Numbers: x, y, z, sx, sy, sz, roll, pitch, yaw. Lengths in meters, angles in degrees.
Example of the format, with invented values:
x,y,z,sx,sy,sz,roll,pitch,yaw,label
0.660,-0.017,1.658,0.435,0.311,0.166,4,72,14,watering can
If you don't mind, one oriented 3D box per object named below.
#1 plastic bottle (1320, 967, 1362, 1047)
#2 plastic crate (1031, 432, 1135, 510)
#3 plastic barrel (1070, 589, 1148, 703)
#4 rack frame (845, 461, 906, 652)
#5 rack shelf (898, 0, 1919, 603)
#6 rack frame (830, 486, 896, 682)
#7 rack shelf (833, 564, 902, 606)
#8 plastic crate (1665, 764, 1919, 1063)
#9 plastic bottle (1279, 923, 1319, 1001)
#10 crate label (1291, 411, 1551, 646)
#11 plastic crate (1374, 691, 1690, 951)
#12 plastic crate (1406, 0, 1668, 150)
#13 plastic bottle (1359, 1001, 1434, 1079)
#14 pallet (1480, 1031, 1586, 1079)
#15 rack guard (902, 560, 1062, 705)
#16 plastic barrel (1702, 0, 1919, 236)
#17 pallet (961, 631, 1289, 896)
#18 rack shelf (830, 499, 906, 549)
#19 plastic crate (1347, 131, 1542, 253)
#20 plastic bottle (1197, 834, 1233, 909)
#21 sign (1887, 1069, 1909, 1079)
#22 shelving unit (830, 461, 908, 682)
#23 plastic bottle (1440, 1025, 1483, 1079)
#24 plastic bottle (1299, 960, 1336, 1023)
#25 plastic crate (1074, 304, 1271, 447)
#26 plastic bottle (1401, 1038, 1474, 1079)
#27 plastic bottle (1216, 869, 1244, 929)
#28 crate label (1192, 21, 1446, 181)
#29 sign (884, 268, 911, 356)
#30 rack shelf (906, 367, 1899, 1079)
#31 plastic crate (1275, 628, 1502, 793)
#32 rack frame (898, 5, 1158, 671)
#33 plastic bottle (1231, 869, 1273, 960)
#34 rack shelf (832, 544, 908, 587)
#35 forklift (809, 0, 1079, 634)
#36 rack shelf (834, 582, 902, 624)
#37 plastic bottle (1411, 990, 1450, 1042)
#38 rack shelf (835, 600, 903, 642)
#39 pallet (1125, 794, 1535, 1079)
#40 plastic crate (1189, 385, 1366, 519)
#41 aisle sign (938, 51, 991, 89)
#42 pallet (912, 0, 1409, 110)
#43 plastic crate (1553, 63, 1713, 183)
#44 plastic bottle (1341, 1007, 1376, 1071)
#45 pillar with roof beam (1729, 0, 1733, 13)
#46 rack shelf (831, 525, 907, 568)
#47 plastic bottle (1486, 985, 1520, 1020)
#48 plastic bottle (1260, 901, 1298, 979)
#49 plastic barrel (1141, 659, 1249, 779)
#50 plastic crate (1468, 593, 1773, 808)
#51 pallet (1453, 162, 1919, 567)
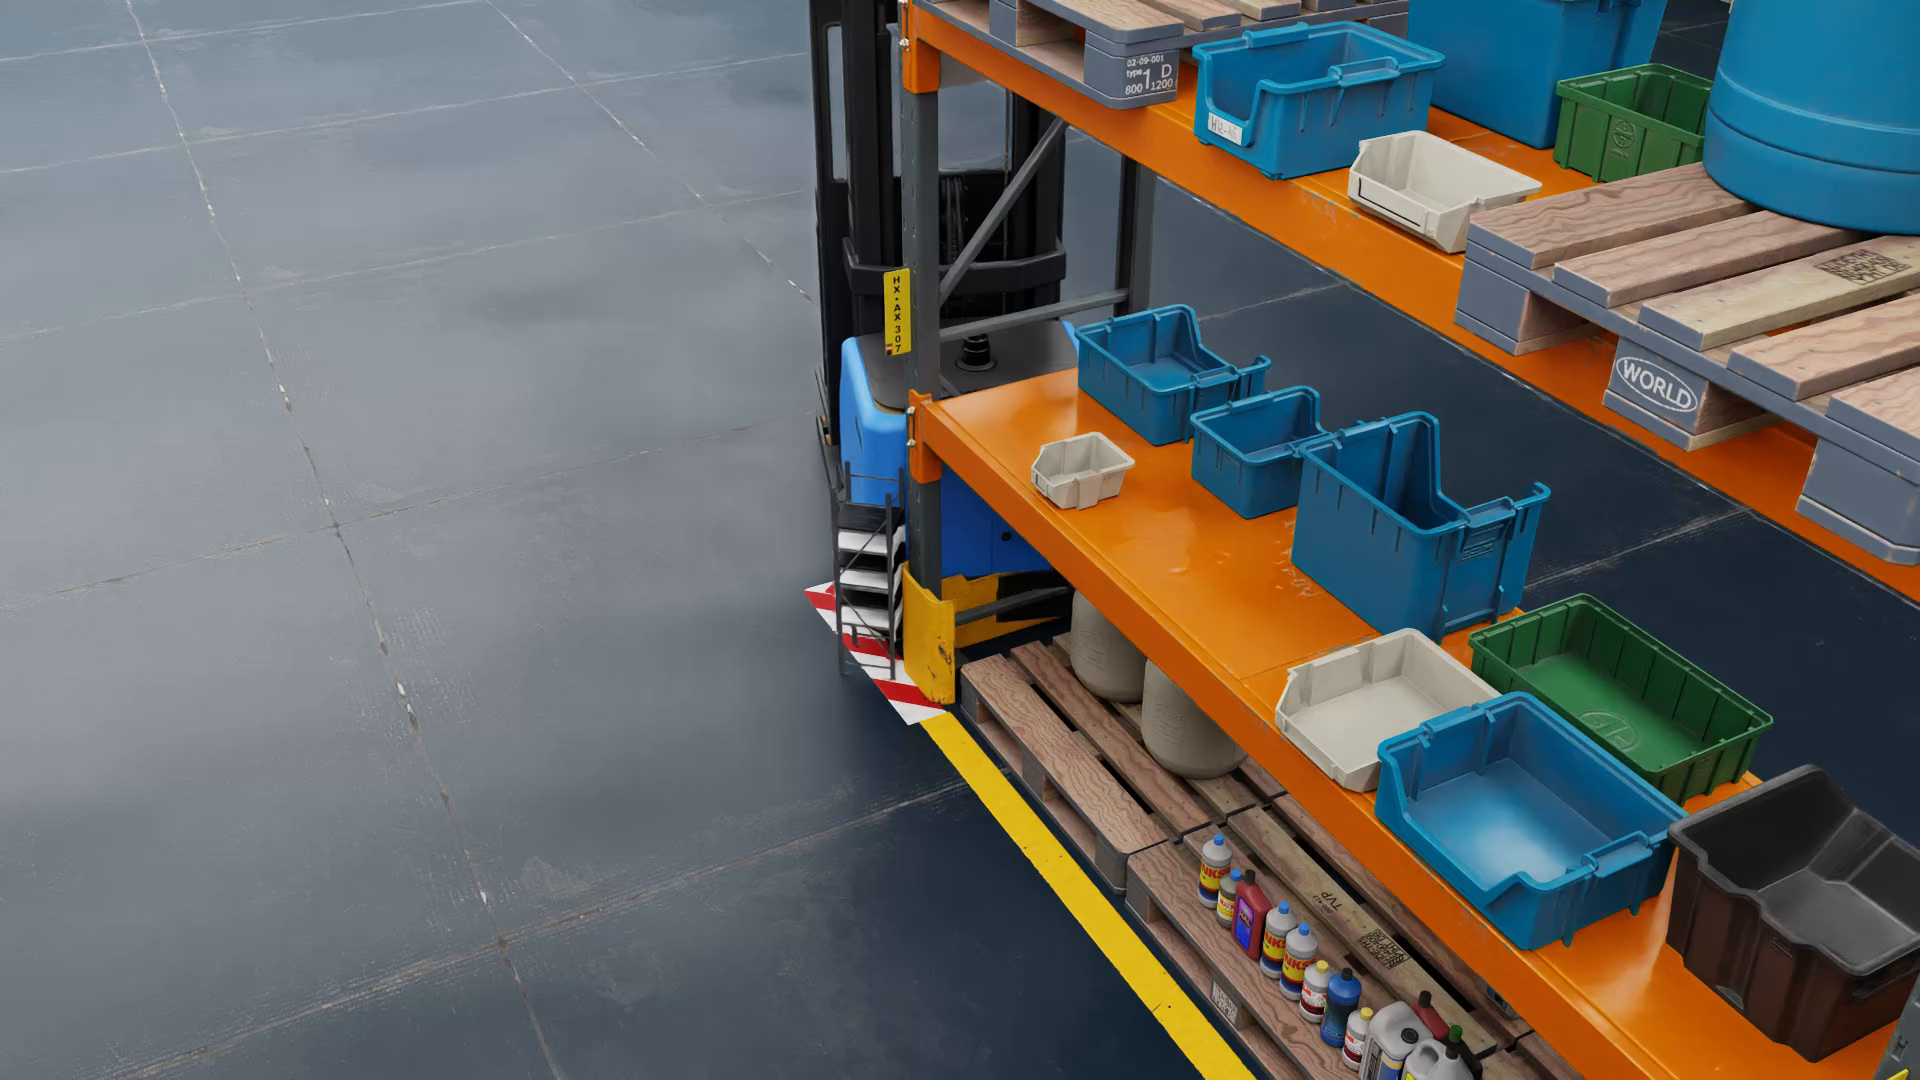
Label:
x,y,z,sx,sy,sz,roll,pitch,yaw,label
1.134,1.377,4.941,0.097,0.271,0.097,0,33,0,plastic bottle
0.396,-0.219,5.556,0.298,0.136,0.250,-16,36,-23,plastic crate
0.638,0.328,6.375,0.421,0.512,0.421,0,33,0,plastic barrel
-0.338,0.081,6.789,0.240,0.900,0.006,7,33,11,rack frame
1.196,-0.844,4.173,1.077,0.370,4.000,-16,36,-23,rack shelf
-0.382,0.188,6.622,0.240,0.900,0.006,7,33,11,rack frame
-0.360,0.163,6.723,0.258,0.077,0.200,7,33,11,rack shelf
1.997,0.815,3.755,0.767,0.338,0.504,-16,36,-23,plastic crate
1.040,1.280,5.092,0.097,0.271,0.097,0,33,0,plastic bottle
1.361,-0.043,5.003,0.502,0.435,0.616,-16,36,-23,crate label
1.373,0.674,4.056,0.499,0.251,0.616,-16,36,-23,plastic crate
1.419,-1.260,4.170,0.392,0.384,0.575,-16,36,-23,plastic crate
1.261,1.473,4.787,0.152,0.276,0.135,-15,36,-22,plastic bottle
1.853,1.914,4.567,1.003,0.211,1.213,-16,36,-23,pallet
0.341,0.239,6.914,1.175,0.500,0.348,-16,36,-23,rack guard
1.760,-1.082,3.024,0.600,0.901,0.708,-16,36,-23,plastic barrel
0.715,0.750,6.384,1.003,0.211,1.213,-16,36,-23,pallet
-0.360,-0.064,6.578,0.258,0.077,0.200,7,33,11,rack shelf
1.023,-0.745,3.597,0.243,0.136,0.396,-16,36,-23,plastic crate
0.834,1.069,5.422,0.097,0.271,0.097,0,33,0,plastic bottle
1.637,1.087,3.015,0.100,0.325,0.005,-16,36,-23,sign
-0.360,0.135,6.705,0.258,0.900,0.210,7,33,11,shelving unit
1.412,1.511,4.721,0.061,0.283,0.133,-16,36,-23,plastic bottle
1.086,1.357,5.037,0.097,0.201,0.097,0,33,0,plastic bottle
0.762,-0.612,6.062,0.499,0.251,0.616,-16,36,-23,plastic crate
1.334,1.520,4.644,0.144,0.351,0.185,-16,36,-23,plastic bottle
0.882,1.148,5.364,0.097,0.201,0.097,0,33,0,plastic bottle
0.844,-1.062,3.984,0.502,0.251,0.408,-16,36,-23,crate label
-0.225,-0.818,5.990,0.100,0.325,0.005,-16,36,-23,sign
1.196,0.419,4.982,1.077,0.370,4.000,-16,36,-23,rack shelf
1.148,0.471,4.479,0.530,0.136,0.437,-16,36,-23,plastic crate
0.264,-0.838,6.277,1.000,3.000,0.127,-16,36,-23,rack frame
0.923,1.177,5.243,0.061,0.283,0.133,-15,36,-22,plastic bottle
-0.360,0.087,6.675,0.258,0.077,0.200,7,33,11,rack shelf
-0.125,-1.623,7.566,1.130,2.935,3.031,-5,33,-8,forklift
-0.360,0.239,6.772,0.258,0.077,0.200,7,33,11,rack shelf
1.355,1.443,4.827,0.061,0.283,0.133,-16,36,-23,plastic bottle
-0.360,0.314,6.820,0.258,0.077,0.200,7,33,11,rack shelf
1.280,1.331,5.477,1.003,0.211,1.213,-16,36,-23,pallet
1.060,-0.300,5.576,0.499,0.251,0.408,-16,36,-23,plastic crate
-0.029,-1.893,5.515,0.394,0.787,0.004,-16,36,-23,aisle sign
0.563,-1.602,4.865,1.003,0.211,1.213,-16,36,-23,pallet
1.634,-0.924,3.828,0.336,0.188,0.450,-16,36,-23,plastic crate
1.182,1.455,4.884,0.097,0.201,0.097,0,33,0,plastic bottle
3.514,-7.520,11.146,9.100,9.000,0.400,-16,36,-23,pillar with roof beam
-0.360,0.011,6.626,0.258,0.077,0.200,7,33,11,rack shelf
1.714,1.299,5.059,0.152,0.276,0.135,-16,36,-23,plastic bottle
0.993,1.233,5.167,0.097,0.271,0.097,0,33,0,plastic bottle
0.872,0.567,6.002,0.421,0.512,0.421,0,33,0,plastic barrel
1.746,0.441,4.477,0.450,0.188,0.662,-16,36,-23,plastic crate
1.706,-0.432,3.039,1.213,0.211,1.003,-16,36,-23,pallet
